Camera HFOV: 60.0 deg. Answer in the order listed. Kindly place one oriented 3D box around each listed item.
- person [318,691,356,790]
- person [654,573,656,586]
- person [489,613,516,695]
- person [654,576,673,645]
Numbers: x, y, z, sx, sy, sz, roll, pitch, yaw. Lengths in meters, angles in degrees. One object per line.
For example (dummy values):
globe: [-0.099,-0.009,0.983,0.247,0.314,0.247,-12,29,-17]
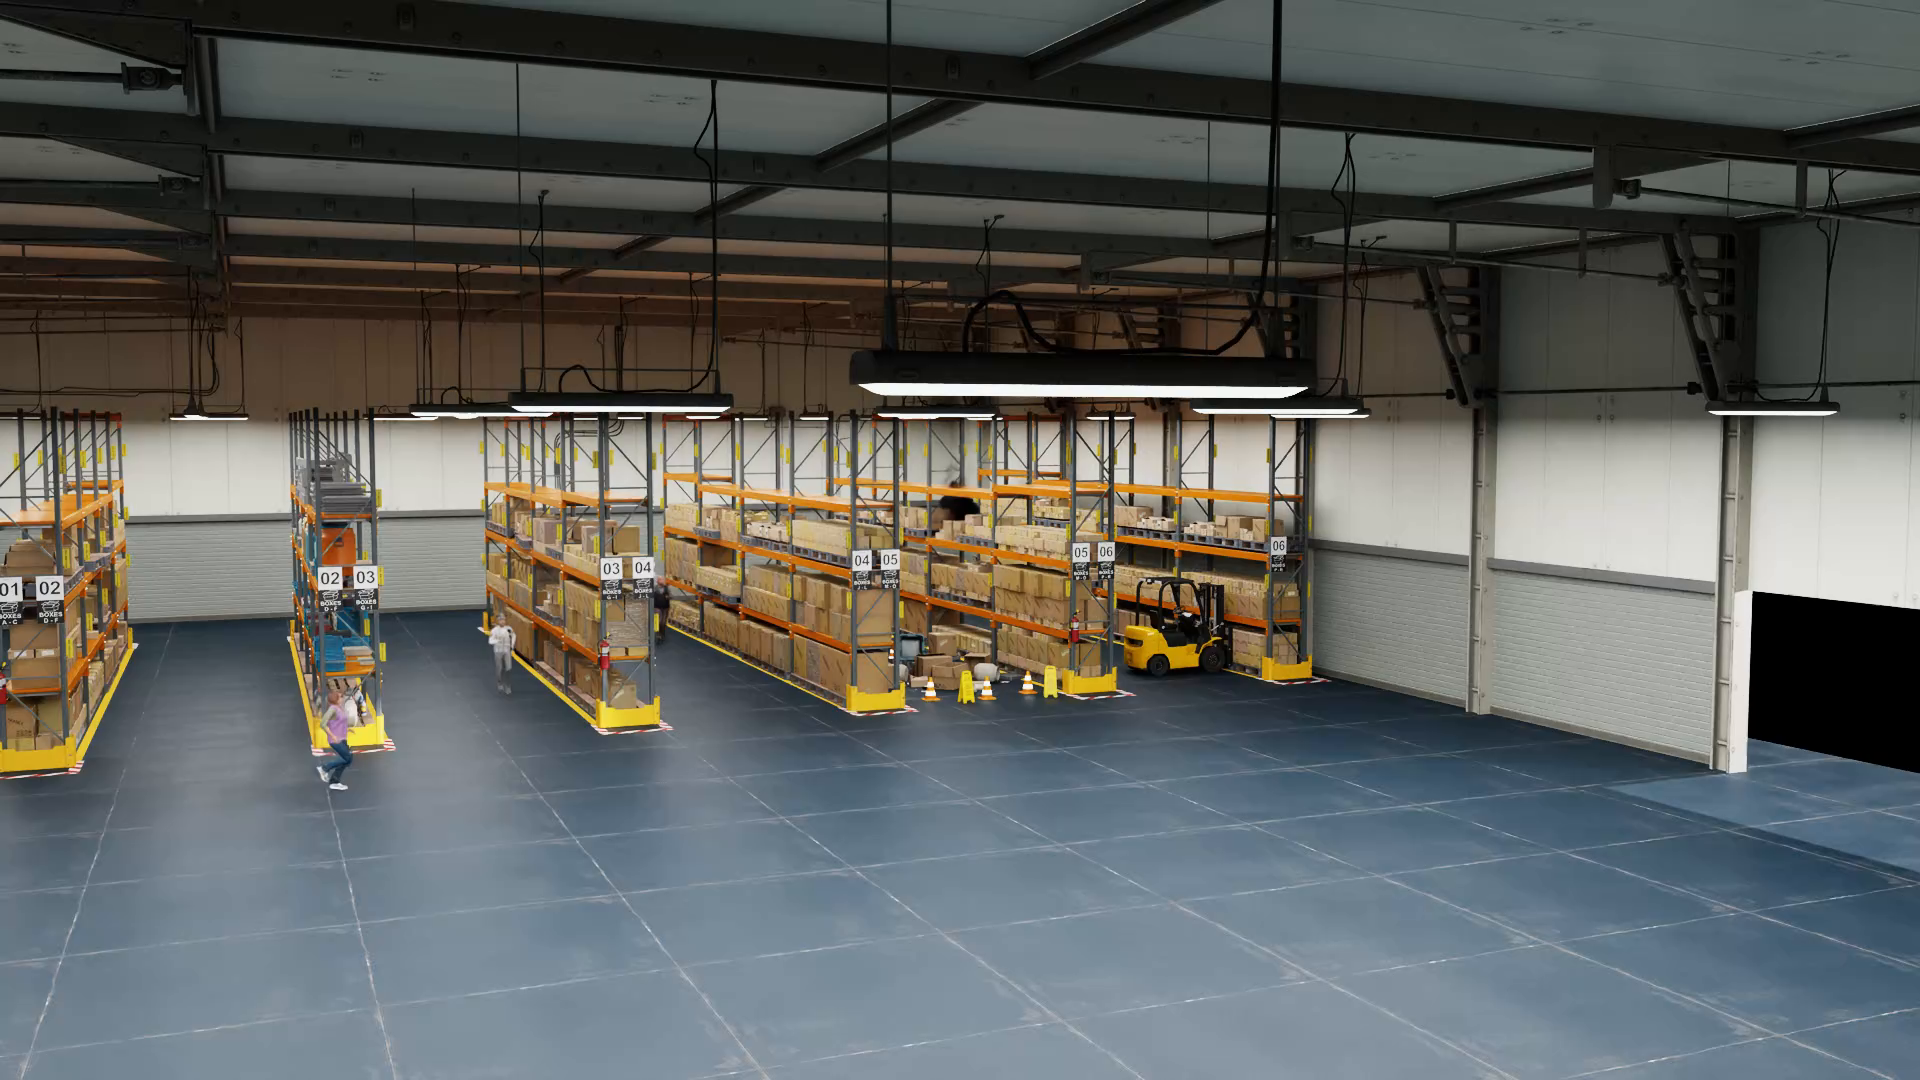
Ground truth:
person: [-9.737,3.131,26.001,0.543,1.557,0.540,0,4,-1]
person: [-9.171,1.459,48.875,0.817,1.713,0.672,4,5,43]
person: [-9.680,2.378,35.248,0.592,1.667,0.684,-2,4,-22]
person: [-7.793,1.830,43.363,0.639,1.776,0.723,-2,4,-25]
